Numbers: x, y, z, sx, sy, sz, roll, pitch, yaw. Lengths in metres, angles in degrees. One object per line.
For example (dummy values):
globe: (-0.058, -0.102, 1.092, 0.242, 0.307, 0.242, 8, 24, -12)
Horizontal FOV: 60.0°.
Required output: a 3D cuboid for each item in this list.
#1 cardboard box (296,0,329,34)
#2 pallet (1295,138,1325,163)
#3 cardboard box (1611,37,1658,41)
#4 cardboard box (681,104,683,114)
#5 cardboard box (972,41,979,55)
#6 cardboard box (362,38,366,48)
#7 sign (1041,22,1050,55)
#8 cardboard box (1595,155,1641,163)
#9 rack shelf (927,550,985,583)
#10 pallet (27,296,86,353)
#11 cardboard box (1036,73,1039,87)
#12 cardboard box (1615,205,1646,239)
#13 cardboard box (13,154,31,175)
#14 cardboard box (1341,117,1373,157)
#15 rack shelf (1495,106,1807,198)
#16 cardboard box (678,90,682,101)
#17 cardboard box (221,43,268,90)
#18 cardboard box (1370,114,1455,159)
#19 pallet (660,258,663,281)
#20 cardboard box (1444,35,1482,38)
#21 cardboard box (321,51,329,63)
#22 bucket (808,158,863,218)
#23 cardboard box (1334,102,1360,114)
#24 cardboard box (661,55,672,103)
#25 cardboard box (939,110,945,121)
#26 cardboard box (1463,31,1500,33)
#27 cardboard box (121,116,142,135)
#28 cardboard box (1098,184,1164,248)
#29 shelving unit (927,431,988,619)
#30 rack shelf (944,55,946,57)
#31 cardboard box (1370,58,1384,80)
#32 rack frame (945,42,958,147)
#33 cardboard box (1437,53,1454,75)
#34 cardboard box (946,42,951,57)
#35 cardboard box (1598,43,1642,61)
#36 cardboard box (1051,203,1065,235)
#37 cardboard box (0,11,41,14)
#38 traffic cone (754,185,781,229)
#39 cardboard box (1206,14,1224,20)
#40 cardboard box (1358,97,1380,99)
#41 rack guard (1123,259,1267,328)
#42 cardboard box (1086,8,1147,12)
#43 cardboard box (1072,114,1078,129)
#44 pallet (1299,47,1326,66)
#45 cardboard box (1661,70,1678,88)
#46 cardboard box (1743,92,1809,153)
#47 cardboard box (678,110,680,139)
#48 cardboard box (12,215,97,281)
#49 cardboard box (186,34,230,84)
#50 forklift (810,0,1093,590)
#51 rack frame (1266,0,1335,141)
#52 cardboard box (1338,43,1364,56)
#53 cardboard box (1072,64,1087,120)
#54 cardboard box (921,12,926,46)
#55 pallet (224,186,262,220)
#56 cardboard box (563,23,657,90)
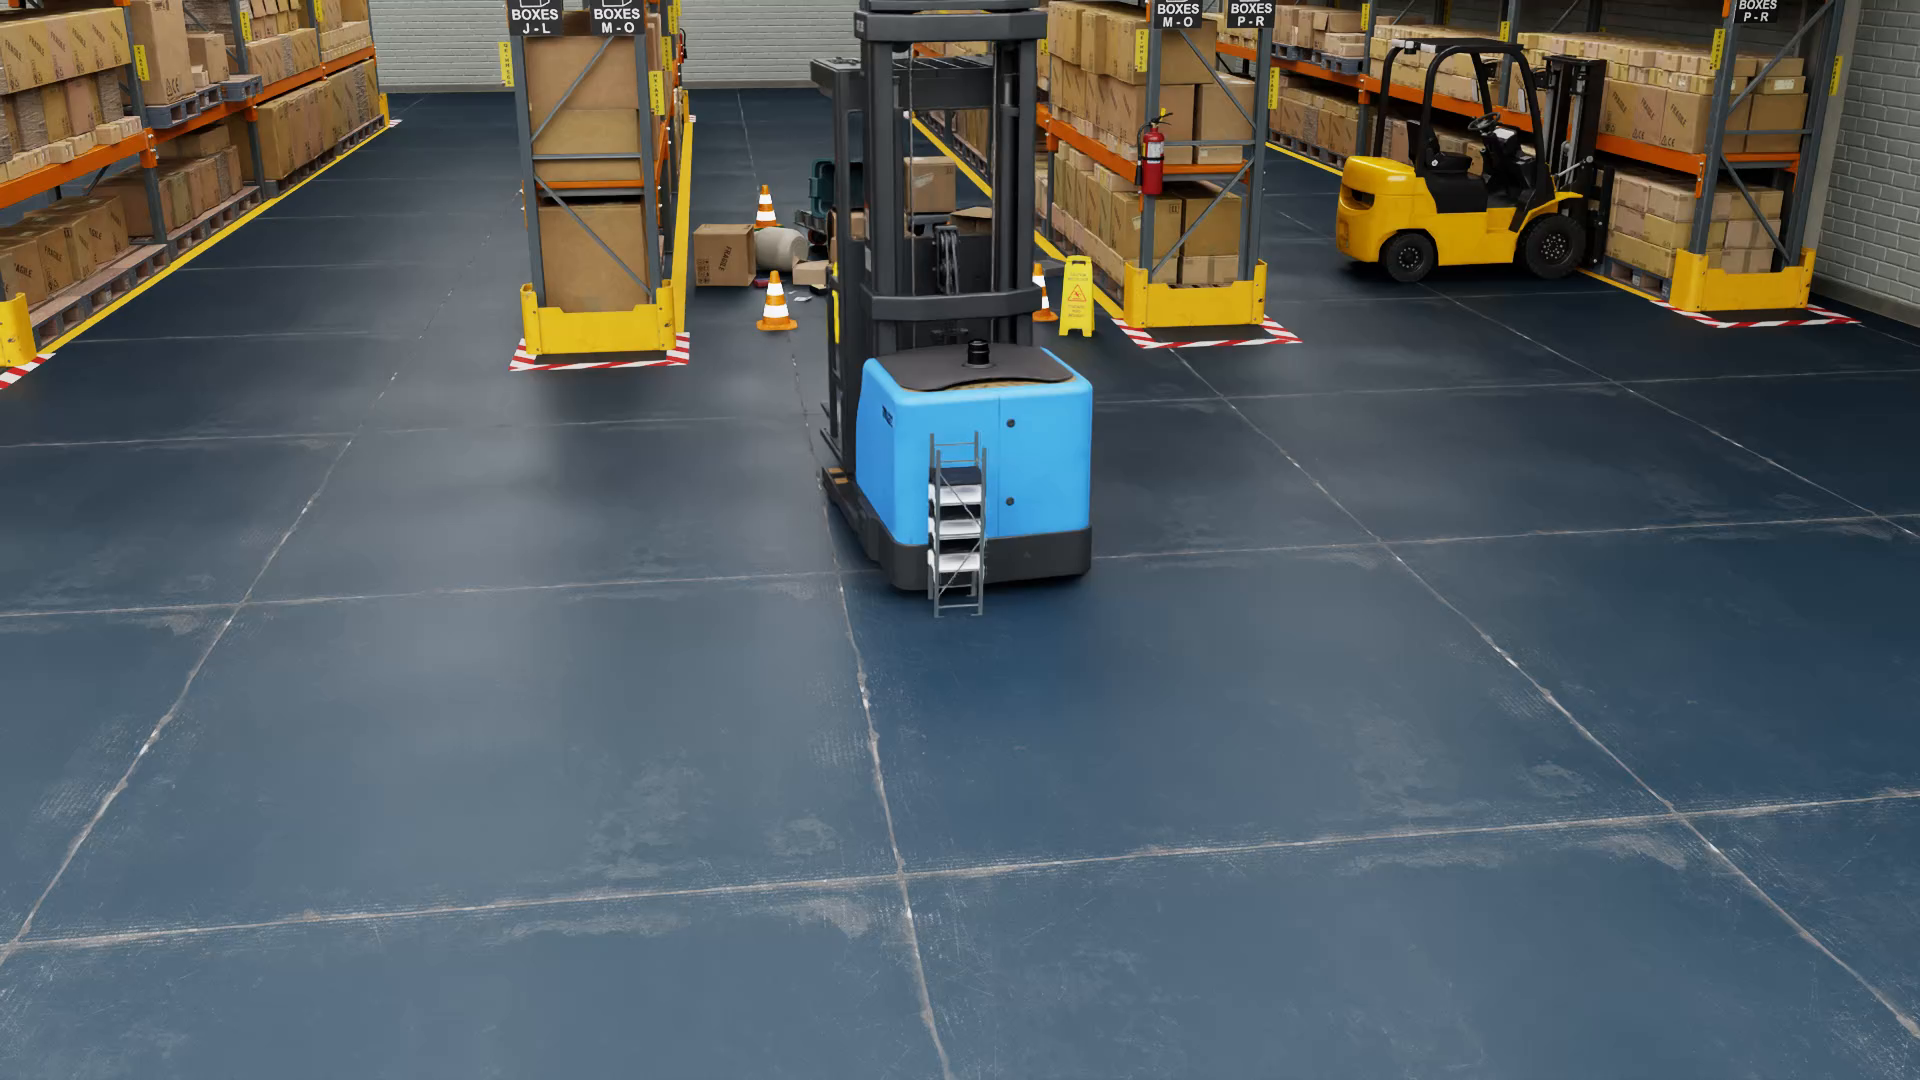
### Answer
cardboard box: (-9.347, -7.501, 23.731, 0.500, 0.500, 0.500, -3, 21, -8)
pallet: (5.520, -5.644, 24.027, 1.003, 0.211, 1.213, -3, 21, -8)
cardboard box: (6.829, -5.015, 16.862, 0.380, 0.149, 0.250, -3, 21, -9)
cardboard box: (-4.765, -7.108, 27.434, 0.380, 0.149, 0.250, -2, 21, -6)
cardboard box: (0.453, -6.513, 21.868, 0.500, 0.250, 0.500, -3, 21, -9)
cardboard box: (-9.656, -7.886, 26.401, 0.380, 0.149, 0.250, -3, 21, -8)
sign: (0.880, -5.145, 17.051, 0.100, 0.325, 0.005, -3, 21, -8)
cardboard box: (6.750, -3.750, 16.869, 0.500, 0.250, 0.500, -3, 21, -7)
rack shelf: (-0.021, 0.122, 8.184, 0.258, 0.077, 0.200, -3, 27, -9)
pallet: (-7.894, -1.751, 13.602, 1.003, 0.211, 1.213, -3, 21, -8)
cardboard box: (0.988, -5.055, 18.223, 0.380, 0.149, 0.250, -3, 21, -9)
cardboard box: (6.475, -2.969, 15.493, 0.500, 0.250, 0.500, -3, 21, -8)
cardboard box: (-7.701, -3.001, 13.323, 0.380, 0.149, 0.250, -3, 21, -8)
cardboard box: (5.490, -5.430, 22.440, 0.500, 0.500, 0.500, -2, 21, -6)
rack shelf: (6.628, -3.854, 16.277, 1.077, 0.370, 4.000, -3, 21, -8)
cardboard box: (-4.647, -7.116, 26.605, 0.380, 0.149, 0.250, -2, 21, -6)
cardboard box: (-8.755, -5.746, 20.171, 0.500, 0.500, 0.500, -2, 21, -6)
cardboard box: (5.840, -5.136, 21.475, 0.875, 0.625, 0.625, -2, 21, -6)
pallet: (-3.244, -2.351, 15.208, 1.003, 0.211, 1.213, -3, 21, -8)
cardboard box: (5.857, -5.783, 19.342, 0.380, 0.149, 0.250, -3, 21, -7)
cardboard box: (-9.245, -6.904, 23.772, 0.380, 0.149, 0.250, -3, 21, -8)
bucket: (-1.154, -3.595, 17.061, 0.726, 0.611, 0.620, 4, 11, 11)
cardboard box: (5.377, -5.943, 22.886, 0.380, 0.149, 0.250, -4, 21, -10)
cardboard box: (-3.481, -5.114, 18.478, 0.500, 0.500, 0.500, -3, 21, -7)
cardboard box: (0.161, -6.931, 26.549, 0.875, 0.438, 0.875, -4, 21, -9)
cardboard box: (6.319, -6.081, 20.141, 0.380, 0.149, 0.250, -3, 21, -9)
cardboard box: (-8.056, -3.955, 15.878, 0.380, 0.149, 0.250, -3, 21, -8)
cardboard box: (1.553, -2.952, 15.091, 0.500, 0.500, 0.500, -2, 21, -6)
shelving unit: (-0.017, -0.069, 8.090, 0.258, 0.900, 0.210, -3, 27, -9)
rack shelf: (0.564, -6.373, 23.019, 1.077, 0.370, 4.000, -3, 21, -8)
cardboard box: (5.585, -6.033, 21.295, 0.500, 0.250, 0.500, -3, 21, -8)
rack frame: (0.275, -7.402, 24.748, 1.000, 3.000, 0.127, -3, 21, -8)
cardboard box: (5.867, -5.560, 19.315, 0.500, 0.250, 0.500, -3, 21, -7)
cardboard box: (0.078, -7.166, 24.330, 0.500, 0.250, 0.500, -3, 21, -9)
cardboard box: (6.410, -4.721, 16.075, 0.380, 0.149, 0.250, -3, 21, -8)
cardboard box: (1.246, -3.323, 17.156, 0.500, 0.250, 0.500, -4, 21, -10)
cardboard box: (-8.491, -4.445, 14.834, 0.500, 0.500, 0.500, -3, 21, -8)
traffic cone: (-2.154, -3.700, 18.460, 0.336, 0.463, 0.334, -3, 21, -8)
cardboard box: (4.482, -8.763, 28.179, 0.500, 0.250, 0.500, -3, 21, -7)
cardboard box: (5.837, -6.157, 23.459, 0.380, 0.149, 0.250, -3, 21, -9)
rack guard: (1.994, -2.103, 14.131, 1.175, 0.500, 0.348, -3, 21, -8)
cardboard box: (1.540, -4.594, 15.233, 0.700, 0.500, 0.500, -3, 21, -8)
cardboard box: (1.314, -4.127, 16.337, 0.380, 0.149, 0.250, -2, 21, -6)
pallet: (5.478, -6.852, 23.549, 1.003, 0.211, 1.213, -3, 21, -8)
cardboard box: (6.546, -4.136, 14.932, 0.380, 0.149, 0.250, -3, 21, -7)
cardboard box: (7.120, -3.731, 14.777, 0.500, 0.500, 0.500, -2, 21, -6)
cardboard box: (-4.252, -5.900, 23.697, 0.500, 0.500, 0.500, -3, 21, -9)
cardboard box: (-8.103, -2.609, 14.886, 0.500, 0.500, 0.500, -5, 21, -13)
cardboard box: (-8.658, -5.388, 18.611, 0.700, 0.500, 0.500, 0, 20, 0)
forklift: (-0.198, -1.603, 9.319, 1.130, 2.935, 3.031, -5, 21, -14)
rack frame: (5.187, -7.654, 25.421, 1.000, 3.000, 0.127, -3, 21, -8)
cardboard box: (5.289, -6.556, 22.241, 0.380, 0.149, 0.250, -3, 21, -7)
cardboard box: (1.371, -4.305, 15.887, 0.500, 0.500, 0.500, -3, 21, -8)
cardboard box: (-0.360, -8.302, 27.015, 0.500, 0.500, 0.500, -3, 21, -8)
pallet: (-8.843, -3.940, 19.465, 1.003, 0.211, 1.213, -3, 21, -8)
cardboard box: (-3.011, -4.056, 14.030, 0.875, 0.550, 0.550, -3, 21, -8)
